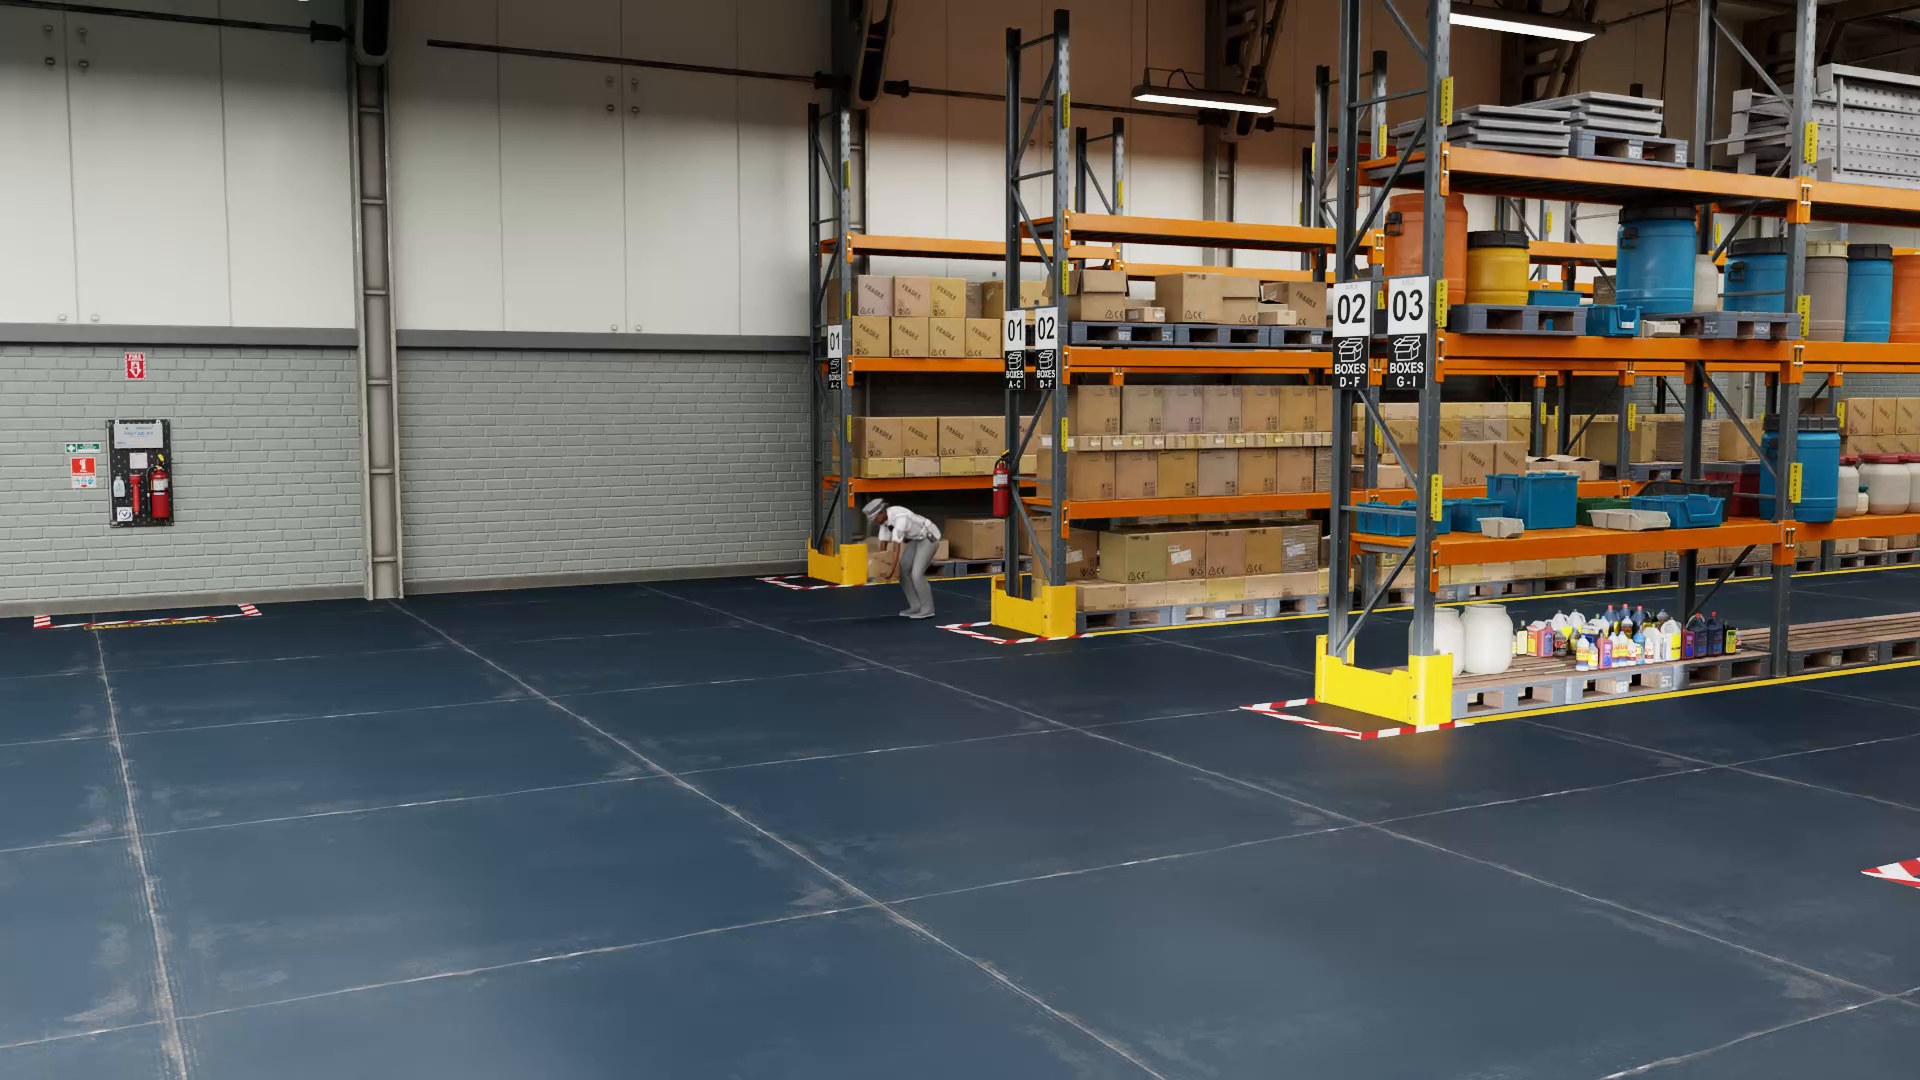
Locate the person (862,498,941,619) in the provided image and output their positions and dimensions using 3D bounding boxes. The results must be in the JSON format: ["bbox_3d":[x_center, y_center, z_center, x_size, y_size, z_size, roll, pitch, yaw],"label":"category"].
[{"bbox_3d":[-0.627,0.190,17.533,0.891,1.285,0.424,-3,6,-31],"label":"person"}]
